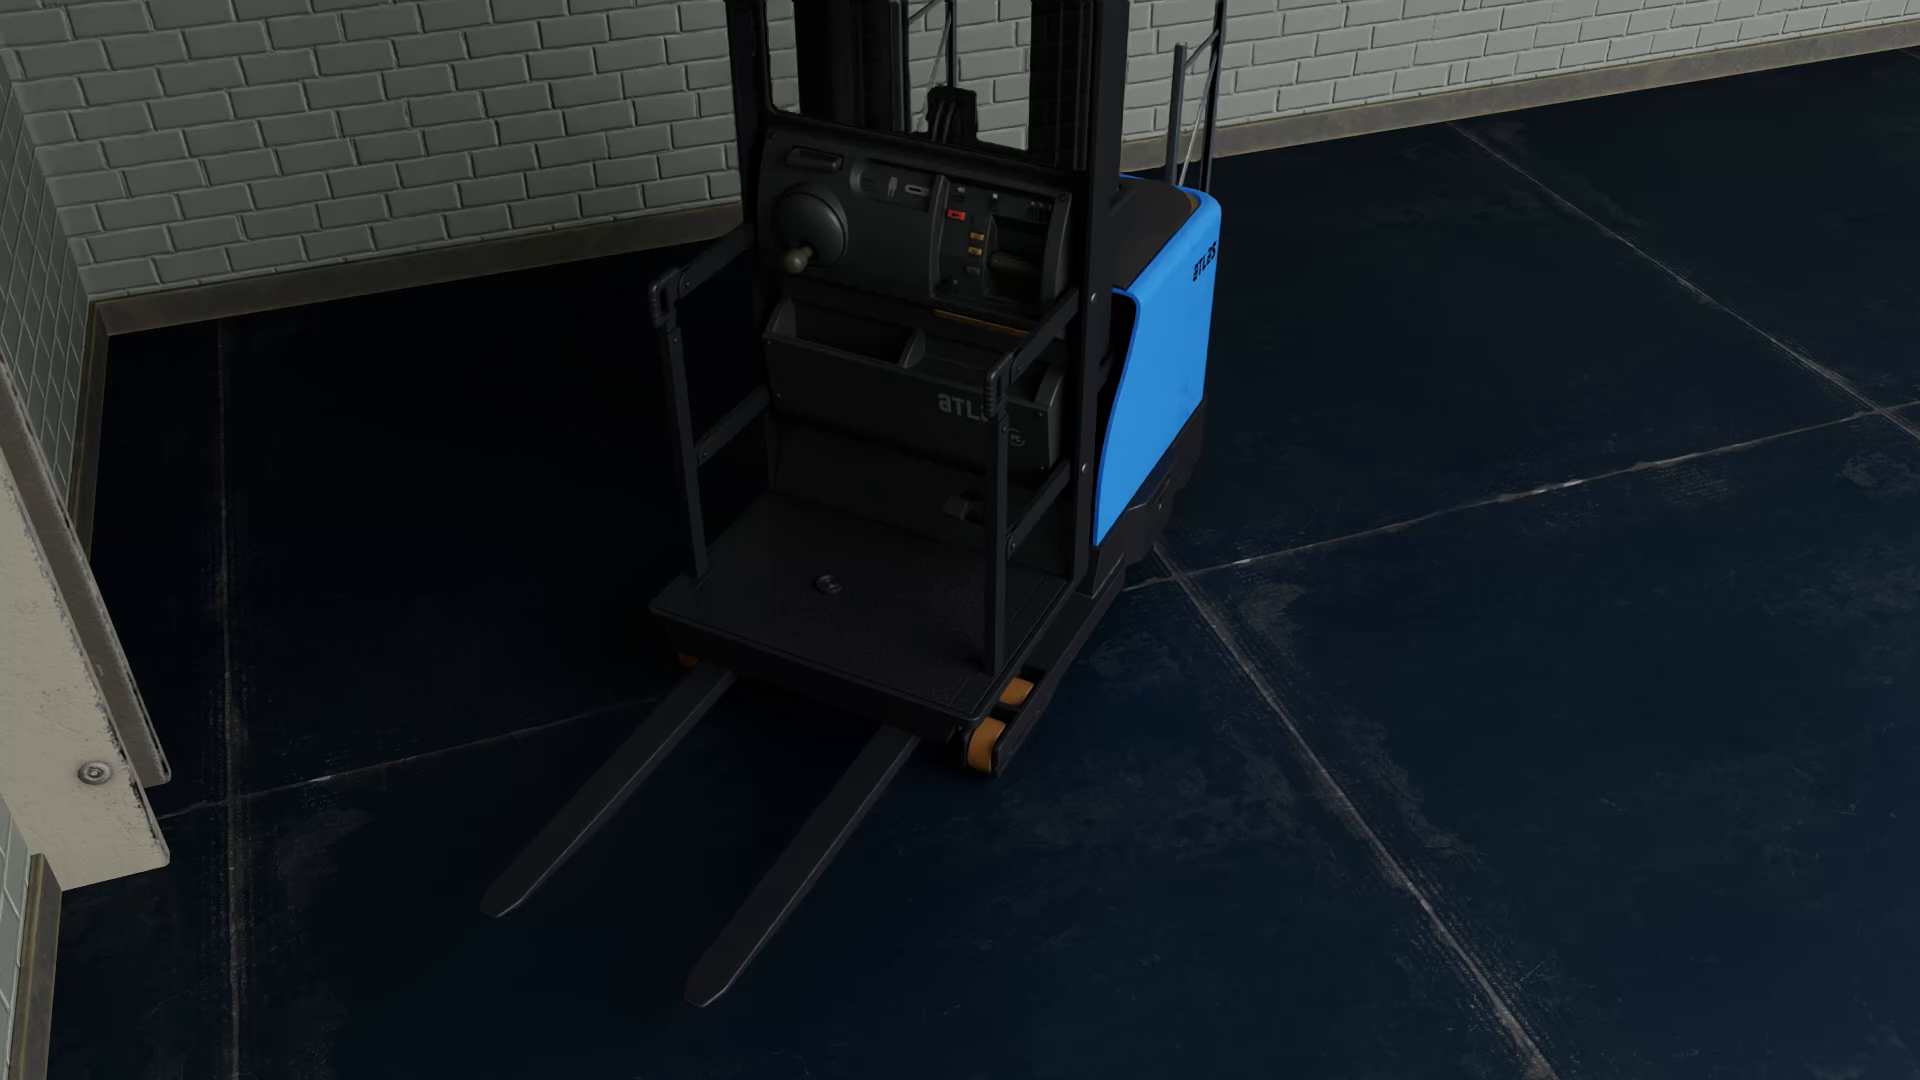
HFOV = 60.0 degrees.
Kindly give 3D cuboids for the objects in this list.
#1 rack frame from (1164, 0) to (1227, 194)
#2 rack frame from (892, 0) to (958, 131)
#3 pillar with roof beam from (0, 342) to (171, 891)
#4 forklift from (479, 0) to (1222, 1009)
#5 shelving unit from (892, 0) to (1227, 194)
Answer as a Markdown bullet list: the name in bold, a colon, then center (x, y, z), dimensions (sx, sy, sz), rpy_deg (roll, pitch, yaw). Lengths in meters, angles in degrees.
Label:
- **rack frame**: center (0.809, -1.137, 6.012), dimensions (0.032, 1.500, 0.500), rpy_deg (15, 39, 19)
- **rack frame**: center (-0.120, -1.384, 6.341), dimensions (0.032, 1.500, 0.500), rpy_deg (15, 39, 19)
- **pillar with roof beam**: center (1.657, -3.674, 3.148), dimensions (9.100, 9.000, 0.400), rpy_deg (-12, 39, -16)
- **forklift**: center (-0.231, -0.794, 4.368), dimensions (1.130, 2.935, 3.031), rpy_deg (17, 40, 21)
- **shelving unit**: center (0.344, -1.261, 6.177), dimensions (1.048, 1.500, 0.538), rpy_deg (15, 39, 19)
